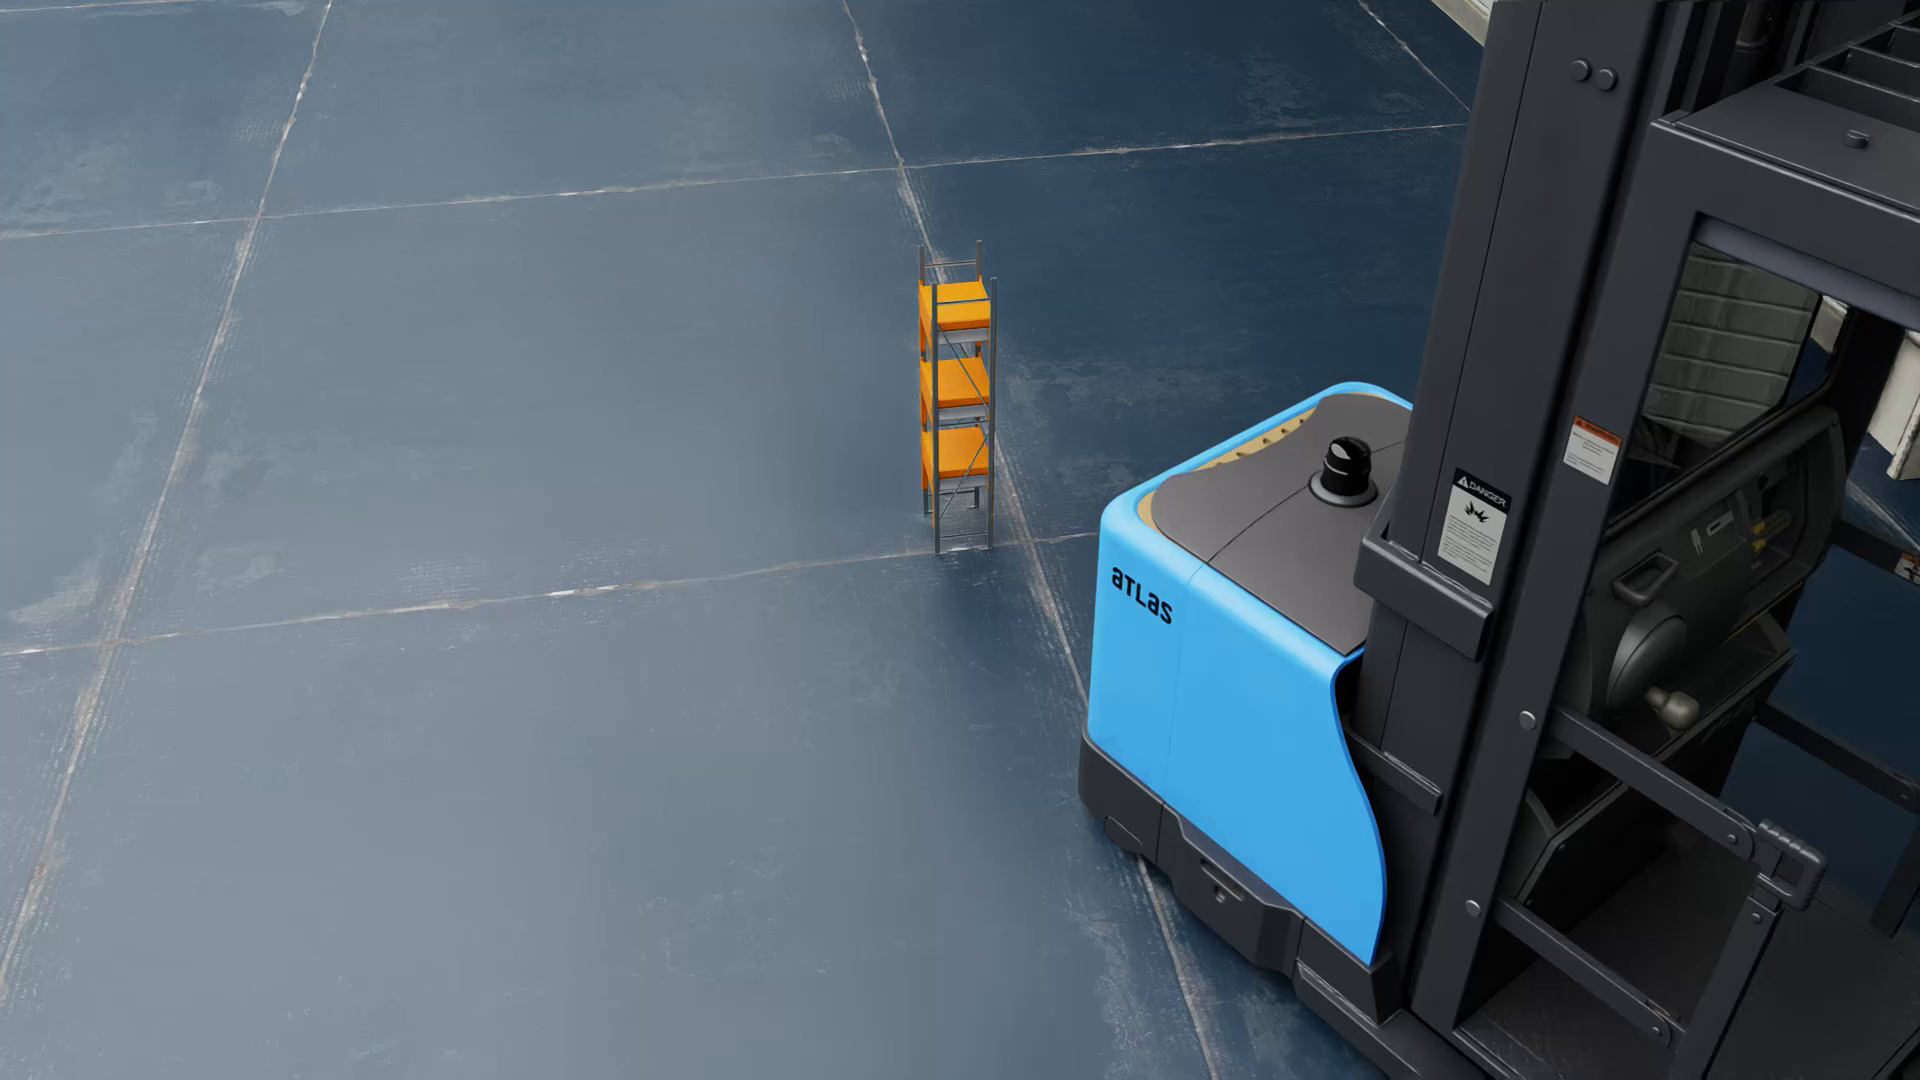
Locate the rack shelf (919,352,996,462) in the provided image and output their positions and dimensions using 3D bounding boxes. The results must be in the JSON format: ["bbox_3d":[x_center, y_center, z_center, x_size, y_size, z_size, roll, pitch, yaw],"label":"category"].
[{"bbox_3d":[-0.009,-0.439,5.476,0.215,0.259,0.240,-6,38,-8],"label":"rack shelf"}]

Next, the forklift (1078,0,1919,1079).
[{"bbox_3d":[1.653,0.118,3.209,1.130,2.935,3.031,-27,45,-30],"label":"forklift"}]

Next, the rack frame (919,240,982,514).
[{"bbox_3d":[-0.031,-0.521,5.564,0.200,1.050,0.008,-6,38,-8],"label":"rack frame"}]

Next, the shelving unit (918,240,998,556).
[{"bbox_3d":[-0.009,-0.447,5.470,0.215,1.050,0.252,-6,38,-8],"label":"shelving unit"}]

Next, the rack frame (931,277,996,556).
[{"bbox_3d":[0.012,-0.373,5.375,0.200,1.050,0.008,-6,38,-8],"label":"rack frame"}]

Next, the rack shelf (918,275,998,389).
[{"bbox_3d":[-0.009,-0.663,5.302,0.215,0.259,0.240,-6,38,-8],"label":"rack shelf"}]

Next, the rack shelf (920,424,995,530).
[{"bbox_3d":[-0.009,-0.219,5.647,0.215,0.259,0.240,-6,38,-8],"label":"rack shelf"}]
